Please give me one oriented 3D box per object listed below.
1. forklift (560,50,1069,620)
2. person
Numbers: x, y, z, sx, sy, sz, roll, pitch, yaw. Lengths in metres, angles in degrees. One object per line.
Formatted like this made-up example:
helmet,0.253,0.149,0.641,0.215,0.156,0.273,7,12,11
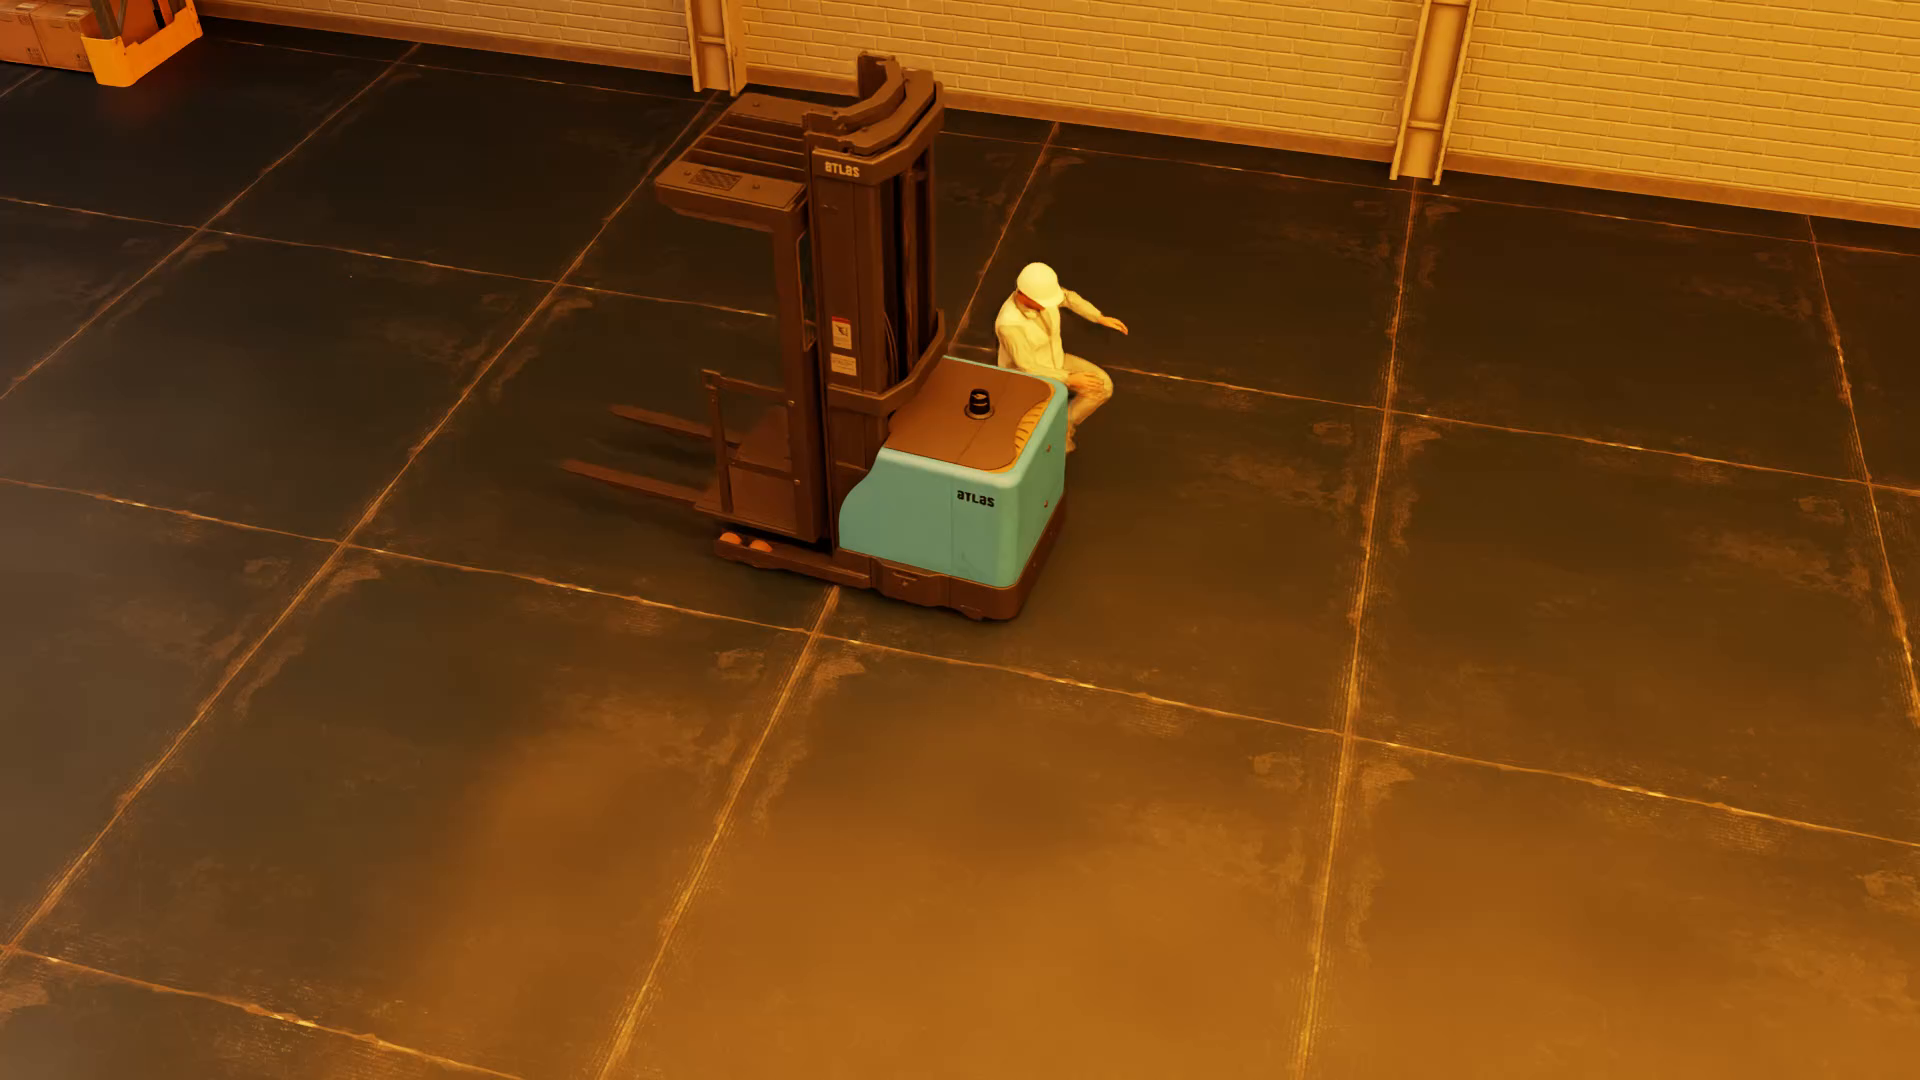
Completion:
forklift,-0.937,-1.246,9.283,3.031,2.935,1.130,14,43,15
person,0.575,-1.002,9.976,0.788,1.507,0.906,25,47,25
